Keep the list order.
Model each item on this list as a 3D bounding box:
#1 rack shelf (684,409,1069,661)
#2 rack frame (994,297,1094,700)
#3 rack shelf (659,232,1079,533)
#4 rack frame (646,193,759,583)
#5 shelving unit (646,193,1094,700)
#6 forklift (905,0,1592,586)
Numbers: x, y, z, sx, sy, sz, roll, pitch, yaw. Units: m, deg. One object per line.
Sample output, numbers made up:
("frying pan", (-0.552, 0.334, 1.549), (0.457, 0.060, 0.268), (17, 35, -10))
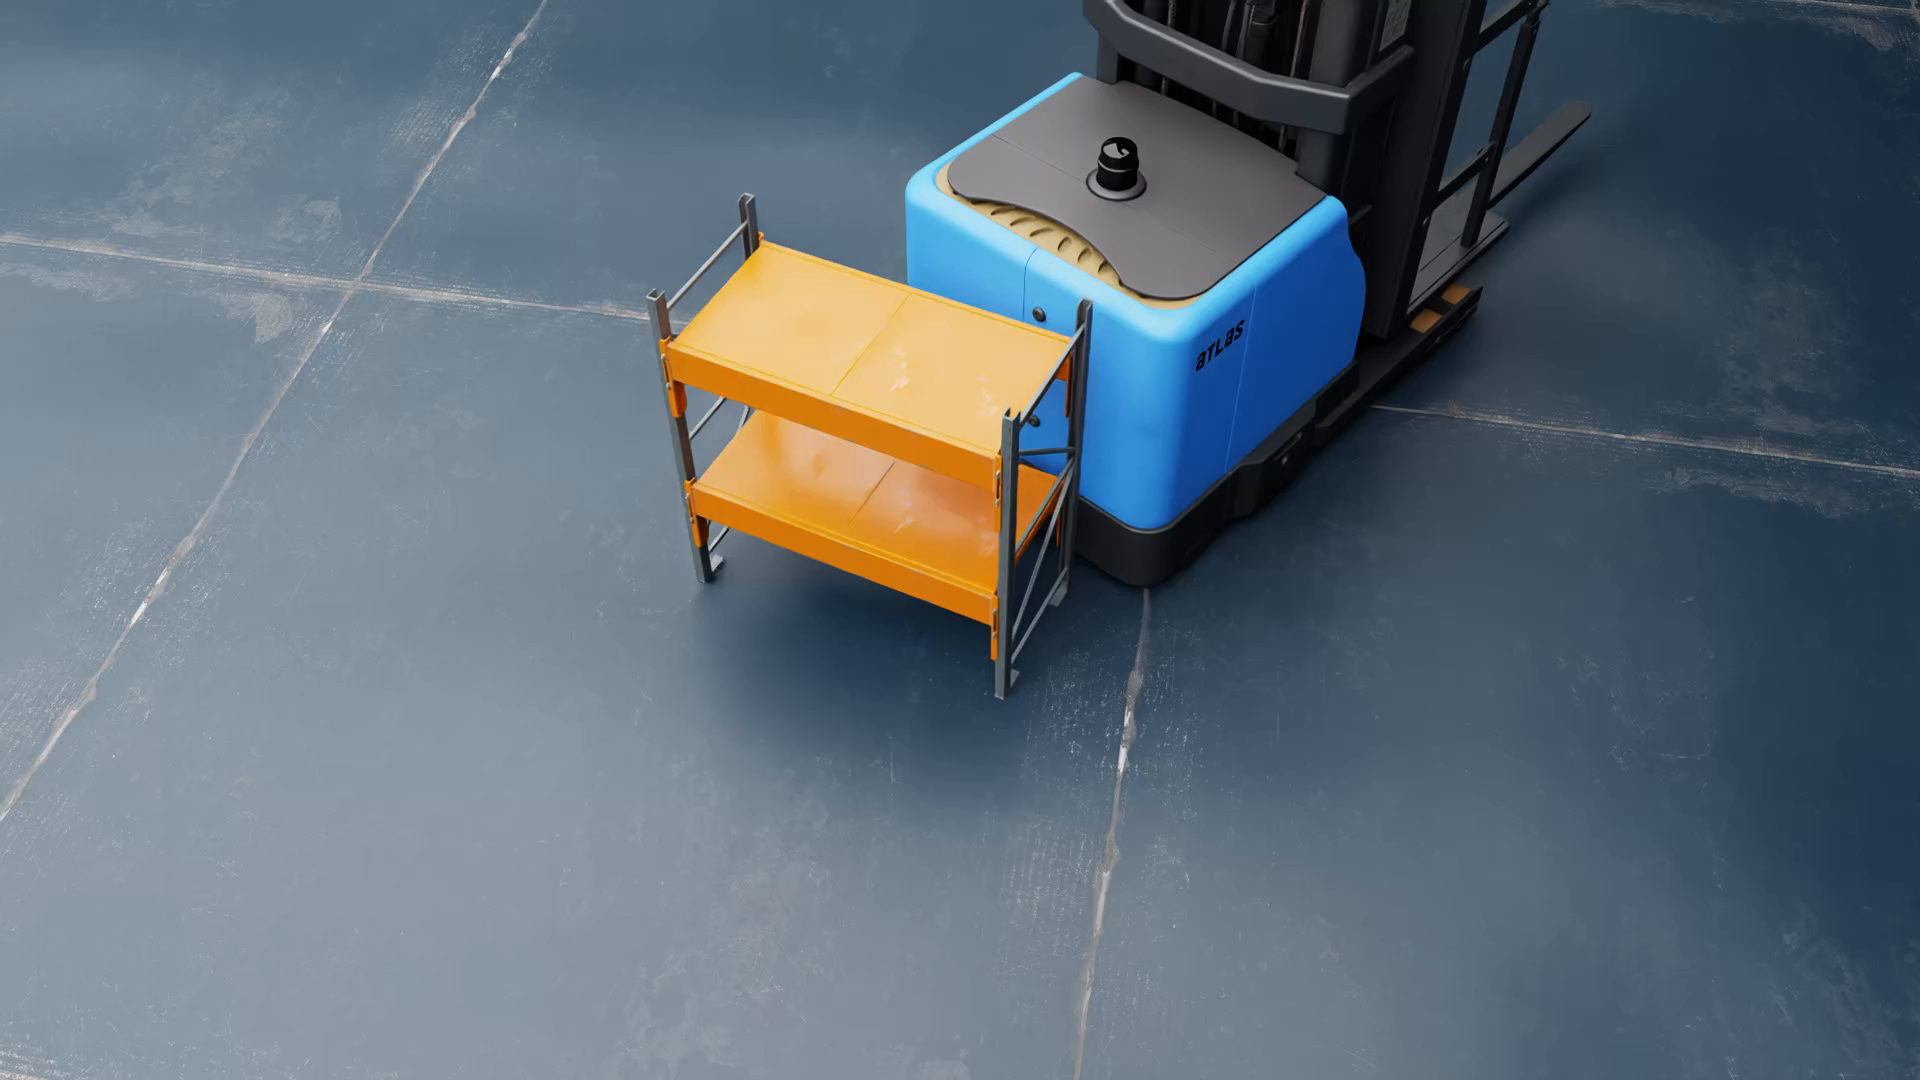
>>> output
("rack shelf", (-0.233, -0.085, 4.899), (1.000, 0.278, 0.538), (20, 51, 17))
("rack frame", (0.223, -0.082, 4.568), (0.032, 1.125, 0.500), (20, 51, 17))
("rack shelf", (-0.233, -0.444, 4.499), (1.000, 0.278, 0.538), (20, 51, 17))
("rack frame", (-0.690, -0.414, 4.866), (0.032, 1.125, 0.500), (20, 51, 17))
("shelving unit", (-0.233, -0.248, 4.717), (1.048, 1.125, 0.538), (20, 51, 17))
("forklift", (1.192, -1.853, 4.944), (1.130, 2.935, 3.031), (34, 56, 27))
